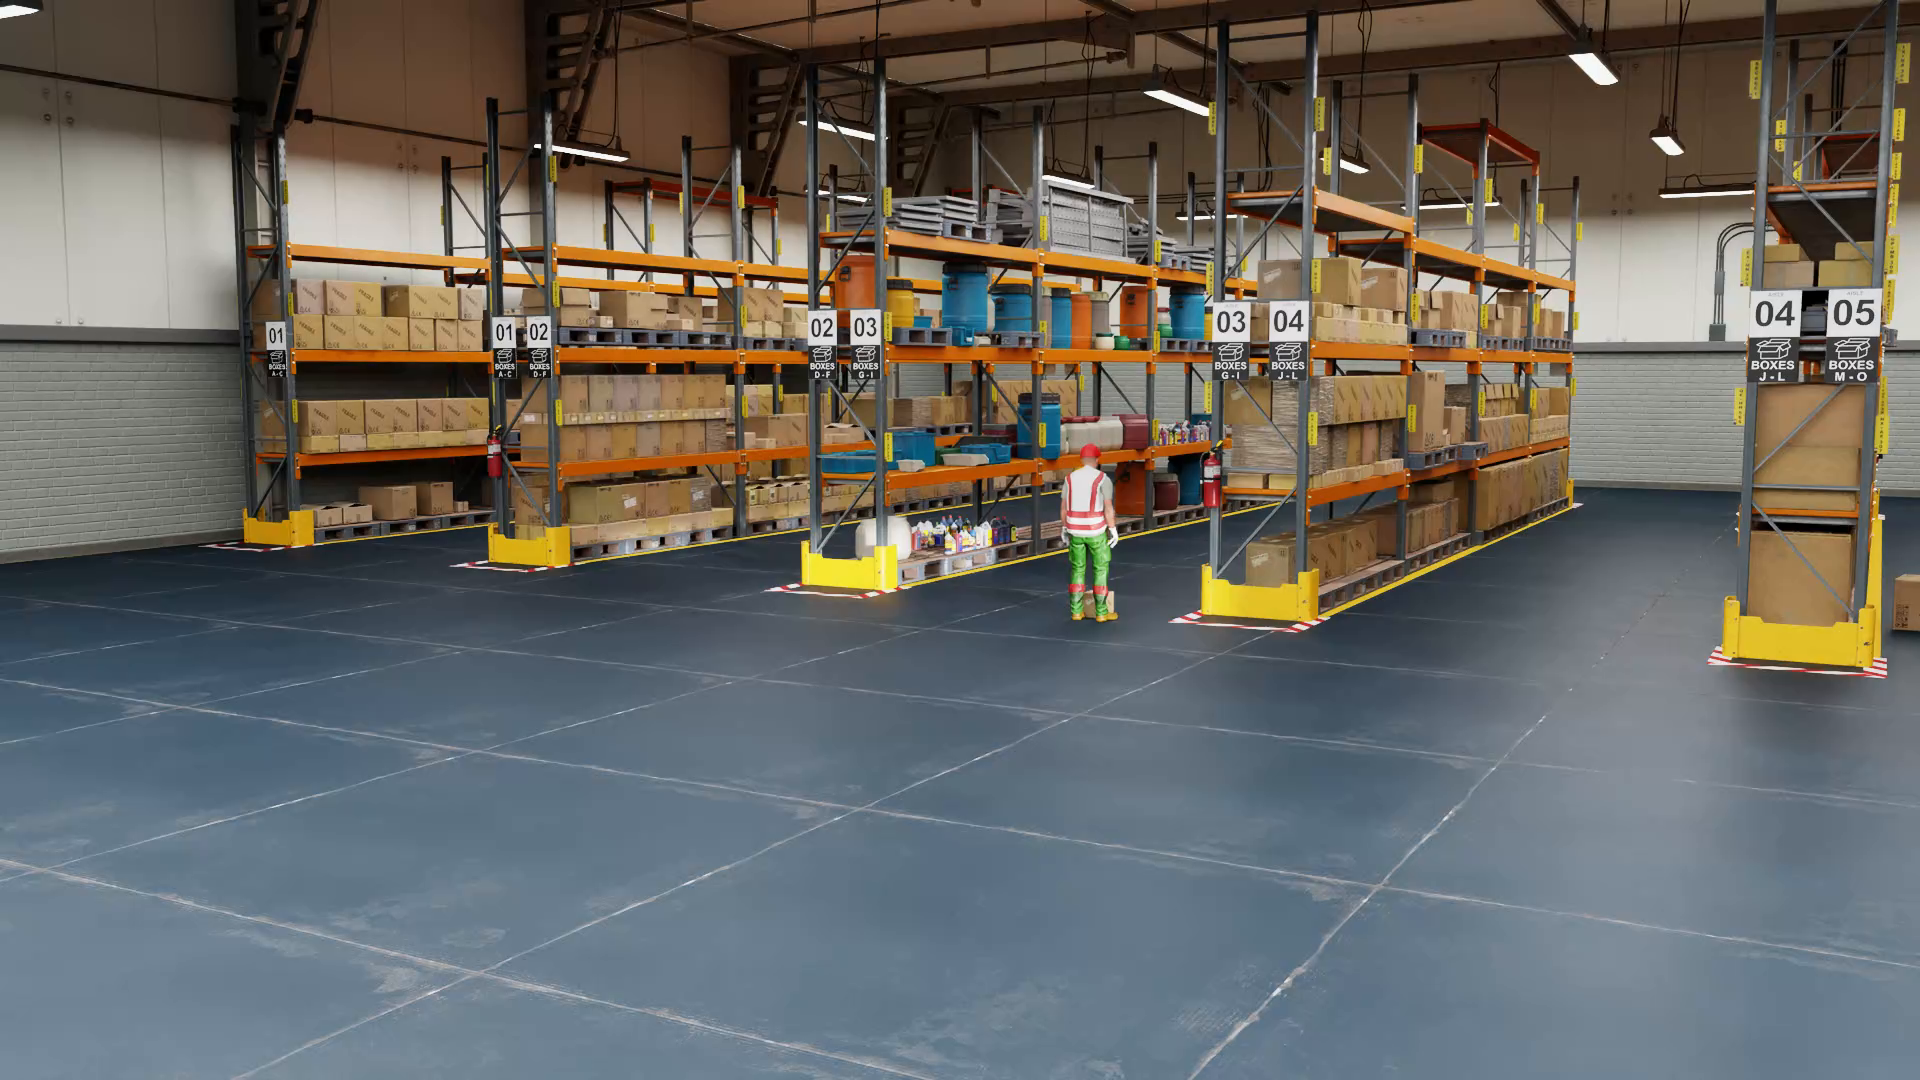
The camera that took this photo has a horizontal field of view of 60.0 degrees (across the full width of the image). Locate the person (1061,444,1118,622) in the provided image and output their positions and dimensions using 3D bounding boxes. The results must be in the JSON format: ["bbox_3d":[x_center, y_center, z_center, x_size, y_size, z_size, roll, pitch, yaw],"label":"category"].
[{"bbox_3d":[1.307,-0.081,16.790,0.608,1.779,0.452,3,7,28],"label":"person"}]
